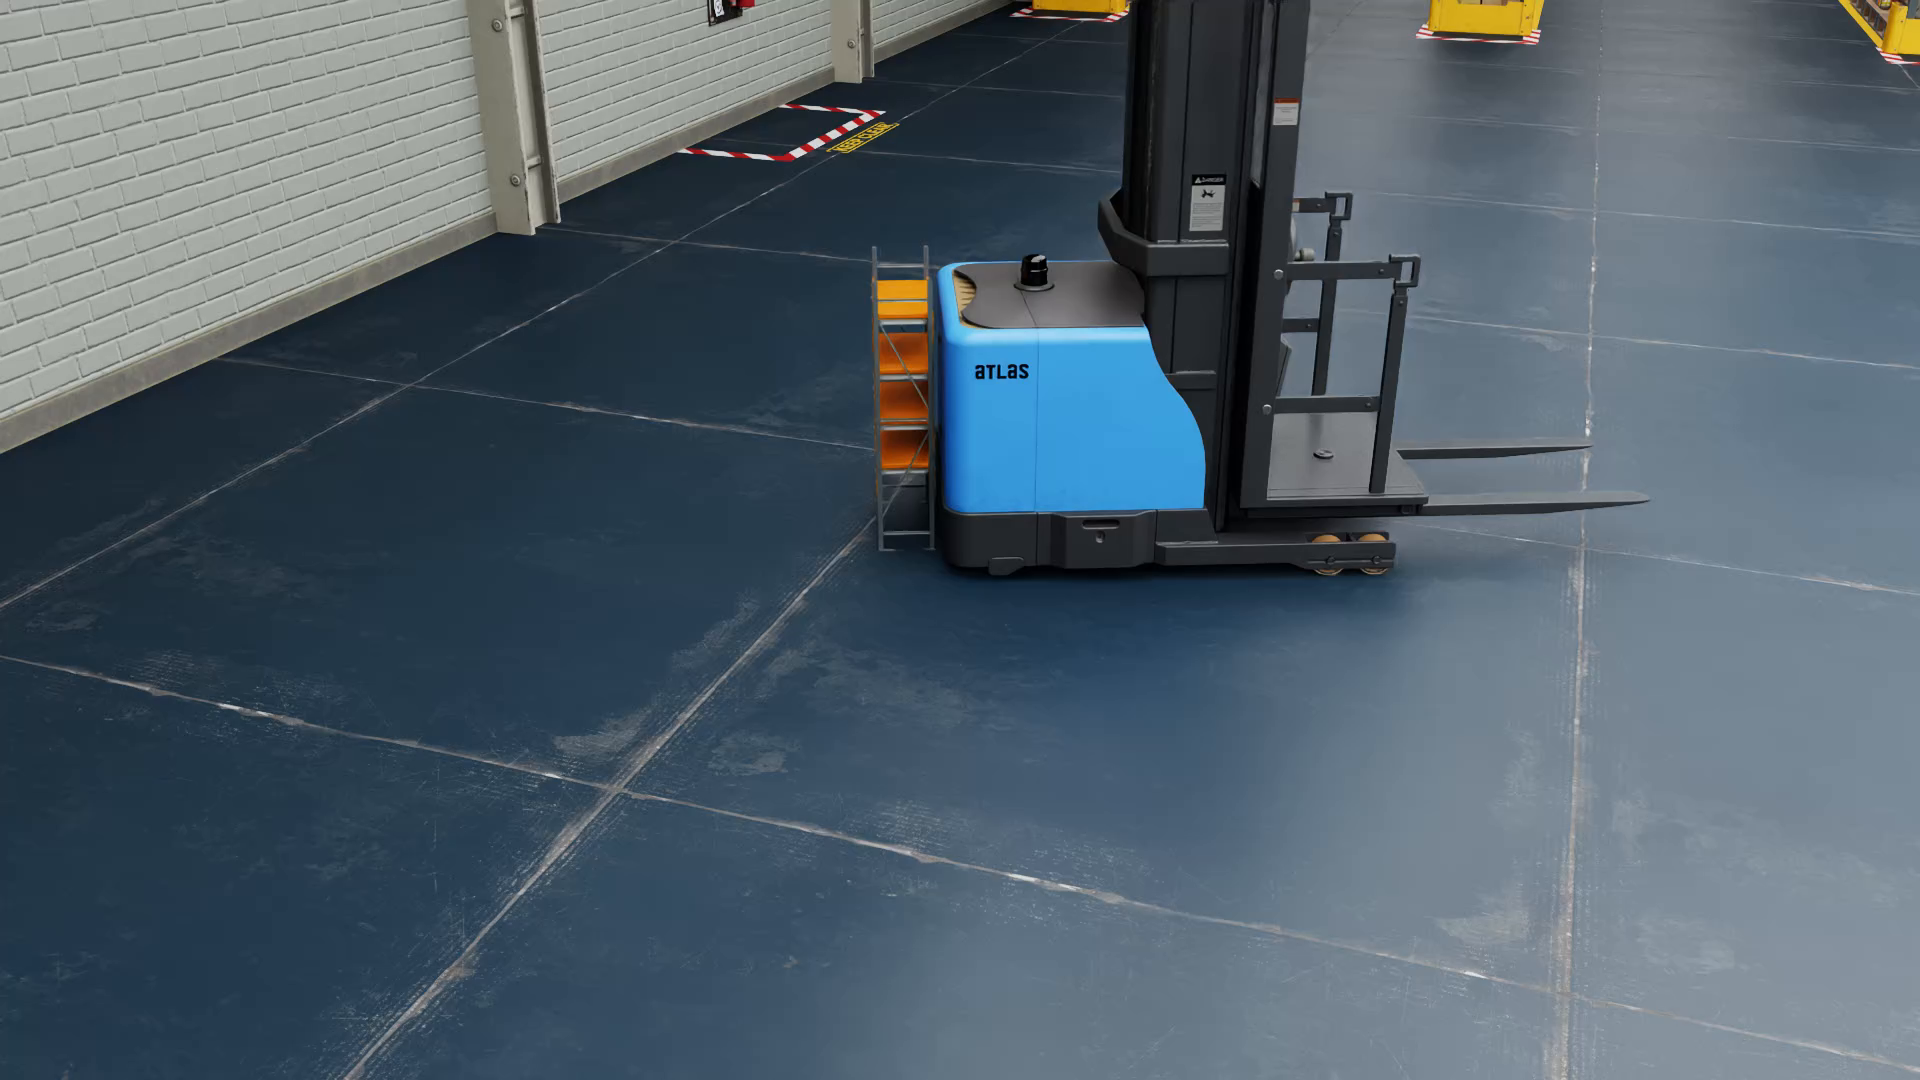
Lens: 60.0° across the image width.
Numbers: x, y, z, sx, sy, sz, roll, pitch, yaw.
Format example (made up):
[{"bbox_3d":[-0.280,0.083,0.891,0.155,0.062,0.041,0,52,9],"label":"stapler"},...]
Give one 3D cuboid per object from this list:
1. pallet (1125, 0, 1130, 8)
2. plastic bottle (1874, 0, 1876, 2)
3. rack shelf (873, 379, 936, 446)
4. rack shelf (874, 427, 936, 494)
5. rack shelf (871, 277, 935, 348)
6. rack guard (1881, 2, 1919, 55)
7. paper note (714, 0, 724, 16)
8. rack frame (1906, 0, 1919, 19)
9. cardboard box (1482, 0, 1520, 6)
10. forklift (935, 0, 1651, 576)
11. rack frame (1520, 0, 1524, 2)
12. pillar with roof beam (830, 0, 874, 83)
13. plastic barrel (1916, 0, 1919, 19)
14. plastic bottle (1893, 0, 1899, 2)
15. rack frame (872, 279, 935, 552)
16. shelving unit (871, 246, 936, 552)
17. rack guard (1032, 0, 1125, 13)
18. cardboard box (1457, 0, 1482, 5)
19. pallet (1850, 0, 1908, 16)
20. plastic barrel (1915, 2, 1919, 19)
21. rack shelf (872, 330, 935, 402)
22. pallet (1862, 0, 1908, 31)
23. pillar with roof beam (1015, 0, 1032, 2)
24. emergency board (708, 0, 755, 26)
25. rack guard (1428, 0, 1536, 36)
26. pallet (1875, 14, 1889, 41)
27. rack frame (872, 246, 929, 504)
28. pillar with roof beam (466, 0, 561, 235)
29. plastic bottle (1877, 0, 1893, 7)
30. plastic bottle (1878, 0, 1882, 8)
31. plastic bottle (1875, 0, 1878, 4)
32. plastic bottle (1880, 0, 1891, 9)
[{"bbox_3d":[1.819,-7.214,21.908,1.003,0.211,1.213,9,27,17],"label":"pallet"},{"bbox_3d":[11.237,-6.722,20.226,0.144,0.351,0.185,10,28,20],"label":"plastic bottle"},{"bbox_3d":[-0.242,-0.541,7.145,0.258,0.148,0.480,-1,26,-3],"label":"rack shelf"},{"bbox_3d":[-0.242,-0.363,7.232,0.258,0.148,0.480,-1,26,-3],"label":"rack shelf"},{"bbox_3d":[-0.243,-0.955,6.945,0.258,0.148,0.480,-1,26,-3],"label":"rack shelf"},{"bbox_3d":[10.813,-5.586,18.213,1.175,0.500,0.348,9,27,17],"label":"rack guard"},{"bbox_3d":[-2.072,-4.588,14.294,0.016,0.148,0.142,9,27,17],"label":"paper note"},{"bbox_3d":[10.832,-6.673,17.589,1.000,3.000,0.127,9,27,17],"label":"rack frame"},{"bbox_3d":[6.550,-6.532,19.972,0.500,0.250,0.500,9,27,17],"label":"cardboard box"},{"bbox_3d":[1.421,-1.401,6.780,3.031,2.935,1.130,-1,26,-3],"label":"forklift"},{"bbox_3d":[6.162,-7.392,19.076,1.000,3.000,0.127,9,27,17],"label":"rack frame"},{"bbox_3d":[2.970,-8.133,13.721,9.100,9.000,0.400,9,27,17],"label":"pillar with roof beam"},{"bbox_3d":[10.979,-6.023,18.621,0.421,0.512,0.421,0,26,0],"label":"plastic barrel"},{"bbox_3d":[11.240,-6.551,19.950,0.061,0.283,0.133,9,27,17],"label":"plastic bottle"},{"bbox_3d":[-0.230,-0.496,6.896,0.240,1.200,0.015,-1,26,-3],"label":"rack frame"},{"bbox_3d":[-0.242,-0.602,7.116,0.258,1.200,0.503,-1,26,-3],"label":"shelving unit"},{"bbox_3d":[1.515,-7.015,21.166,1.175,0.500,0.348,9,27,17],"label":"rack guard"},{"bbox_3d":[6.062,-6.607,20.127,0.500,0.250,0.500,9,27,17],"label":"cardboard box"},{"bbox_3d":[11.900,-6.791,21.034,1.003,0.211,1.213,9,27,17],"label":"pallet"},{"bbox_3d":[11.146,-6.229,19.047,0.421,0.512,0.421,0,26,0],"label":"plastic barrel"},{"bbox_3d":[-0.242,-0.743,7.048,0.258,0.148,0.480,-1,26,-3],"label":"rack shelf"},{"bbox_3d":[11.496,-6.288,19.996,1.003,0.211,1.213,9,27,17],"label":"pallet"},{"bbox_3d":[4.966,-10.598,18.813,9.100,9.000,0.400,9,27,17],"label":"pillar with roof beam"},{"bbox_3d":[-1.948,-5.047,14.231,0.194,1.169,0.643,9,27,17],"label":"emergency board"},{"bbox_3d":[6.154,-6.258,19.600,1.175,0.500,0.348,9,27,17],"label":"rack guard"},{"bbox_3d":[11.088,-5.789,18.964,1.003,0.211,1.213,9,27,17],"label":"pallet"},{"bbox_3d":[-0.255,-0.708,7.335,0.240,1.200,0.015,-1,26,-3],"label":"rack frame"},{"bbox_3d":[0.973,-5.667,8.628,9.100,9.000,0.400,9,27,17],"label":"pillar with roof beam"},{"bbox_3d":[11.139,-6.563,19.983,0.152,0.276,0.135,9,27,18],"label":"plastic bottle"},{"bbox_3d":[11.051,-6.517,19.880,0.061,0.283,0.133,9,27,19],"label":"plastic bottle"},{"bbox_3d":[11.186,-6.620,20.101,0.152,0.276,0.135,8,27,16],"label":"plastic bottle"},{"bbox_3d":[11.030,-6.429,19.793,0.097,0.201,0.097,0,26,0],"label":"plastic bottle"}]
